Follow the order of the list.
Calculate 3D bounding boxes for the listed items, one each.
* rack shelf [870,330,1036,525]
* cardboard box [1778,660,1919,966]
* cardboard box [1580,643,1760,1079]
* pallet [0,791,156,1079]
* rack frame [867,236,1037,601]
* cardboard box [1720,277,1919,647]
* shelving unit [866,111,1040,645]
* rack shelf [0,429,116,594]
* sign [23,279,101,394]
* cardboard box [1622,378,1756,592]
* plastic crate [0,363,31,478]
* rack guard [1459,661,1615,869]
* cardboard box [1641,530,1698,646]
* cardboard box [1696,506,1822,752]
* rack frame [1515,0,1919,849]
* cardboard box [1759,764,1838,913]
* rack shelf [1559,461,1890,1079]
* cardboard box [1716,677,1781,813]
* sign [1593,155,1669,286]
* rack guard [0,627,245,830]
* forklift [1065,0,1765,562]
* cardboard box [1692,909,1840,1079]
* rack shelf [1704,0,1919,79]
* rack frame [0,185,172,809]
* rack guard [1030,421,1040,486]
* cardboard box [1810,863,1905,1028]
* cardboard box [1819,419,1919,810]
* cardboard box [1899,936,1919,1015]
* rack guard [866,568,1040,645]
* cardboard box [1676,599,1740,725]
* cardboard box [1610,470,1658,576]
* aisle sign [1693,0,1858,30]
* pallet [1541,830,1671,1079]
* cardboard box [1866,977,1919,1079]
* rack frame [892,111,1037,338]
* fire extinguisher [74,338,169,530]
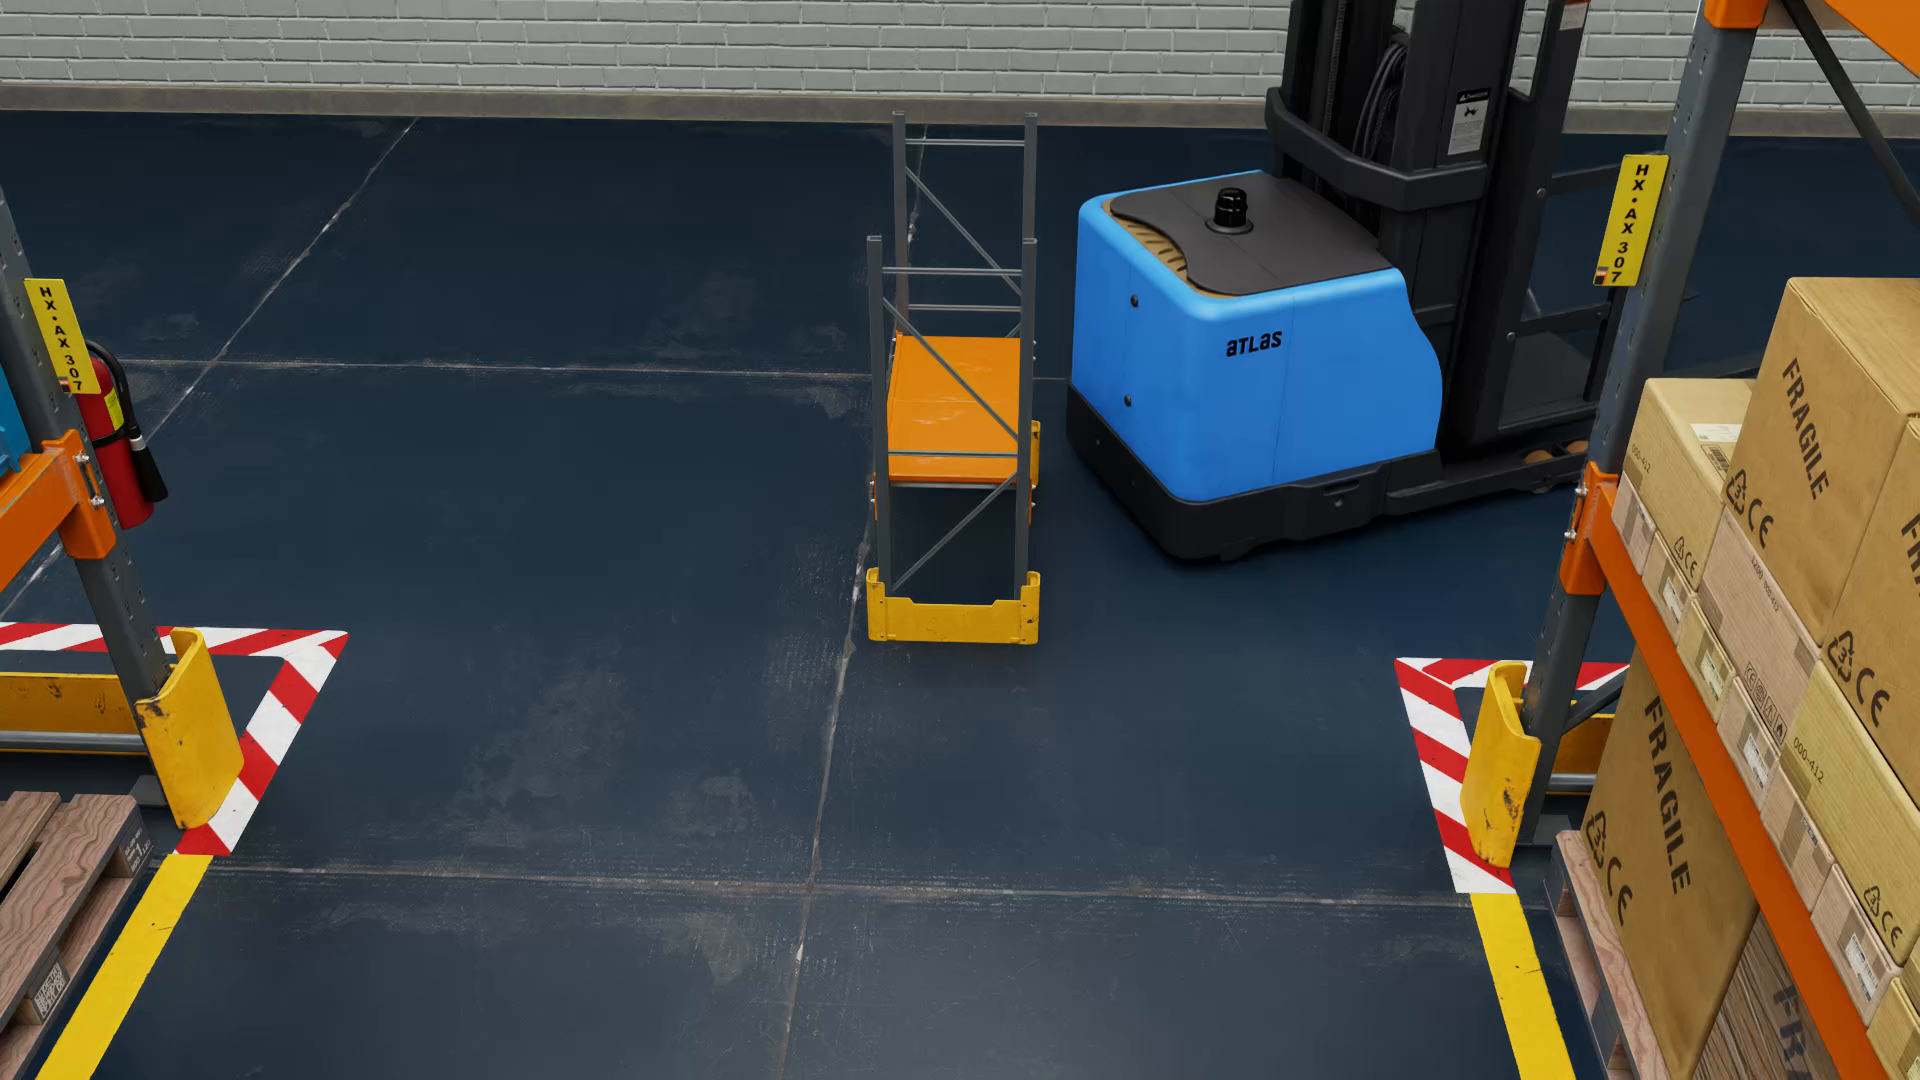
[{"bbox_3d":[-0.003,-0.417,5.852,0.538,0.185,1.000,1,35,2],"label":"rack shelf"},{"bbox_3d":[1.788,0.459,2.861,0.500,0.250,0.500,0,35,0],"label":"cardboard box"},{"bbox_3d":[2.169,0.729,4.087,0.875,0.875,0.875,1,35,2],"label":"cardboard box"},{"bbox_3d":[-2.906,1.161,4.414,1.003,0.211,1.213,1,35,2],"label":"pallet"},{"bbox_3d":[-0.024,-0.273,5.333,0.500,1.500,0.032,1,35,2],"label":"rack frame"},{"bbox_3d":[1.806,-0.148,3.072,0.500,0.500,0.500,1,35,1],"label":"cardboard box"},{"bbox_3d":[-0.003,-0.570,5.756,0.587,1.500,1.083,1,35,2],"label":"shelving unit"},{"bbox_3d":[-2.914,0.991,2.857,1.077,0.370,4.000,1,35,2],"label":"rack shelf"},{"bbox_3d":[-2.283,-0.516,4.233,0.100,0.325,0.005,1,35,2],"label":"sign"},{"bbox_3d":[1.826,-0.129,3.696,0.500,0.250,0.500,0,35,1],"label":"cardboard box"},{"bbox_3d":[-2.661,-0.295,3.978,0.616,0.435,0.499,1,35,2],"label":"plastic crate"},{"bbox_3d":[2.116,0.671,4.861,1.175,0.500,0.348,1,35,2],"label":"rack guard"},{"bbox_3d":[1.762,0.109,3.705,0.380,0.149,0.250,1,35,1],"label":"cardboard box"},{"bbox_3d":[1.812,0.170,3.271,0.500,0.250,0.500,1,35,1],"label":"cardboard box"},{"bbox_3d":[2.115,-0.338,4.122,1.000,3.000,0.127,1,35,2],"label":"rack frame"},{"bbox_3d":[1.732,0.552,3.075,0.380,0.149,0.250,1,35,1],"label":"cardboard box"},{"bbox_3d":[2.035,1.105,2.694,1.077,0.370,4.000,1,35,2],"label":"rack shelf"},{"bbox_3d":[1.743,0.406,3.283,0.380,0.149,0.250,1,35,1],"label":"cardboard box"},{"bbox_3d":[1.561,-0.741,3.874,0.100,0.325,0.005,1,35,2],"label":"sign"},{"bbox_3d":[-2.846,0.556,5.024,1.175,0.500,0.348,1,35,2],"label":"rack guard"},{"bbox_3d":[1.998,-1.651,6.050,3.031,2.935,1.130,-13,37,-17],"label":"forklift"},{"bbox_3d":[2.133,1.252,3.343,0.875,0.875,0.875,1,35,2],"label":"cardboard box"},{"bbox_3d":[2.035,-0.122,1.832,1.077,0.370,4.000,1,35,2],"label":"rack shelf"},{"bbox_3d":[-2.834,-0.452,4.285,1.000,3.000,0.127,1,35,2],"label":"rack frame"},{"bbox_3d":[0.017,-0.345,6.523,0.587,0.250,0.087,1,35,2],"label":"rack guard"},{"bbox_3d":[1.722,0.700,2.864,0.380,0.149,0.250,1,35,1],"label":"cardboard box"},{"bbox_3d":[1.791,0.149,2.648,0.500,0.500,0.500,0,35,1],"label":"cardboard box"},{"bbox_3d":[1.772,0.758,2.434,0.500,0.250,0.500,1,35,1],"label":"cardboard box"},{"bbox_3d":[-0.023,0.228,5.709,0.587,0.250,0.087,1,35,2],"label":"rack guard"},{"bbox_3d":[1.752,0.256,3.496,0.380,0.149,0.250,1,35,1],"label":"cardboard box"},{"bbox_3d":[1.771,-0.039,3.915,0.380,0.149,0.250,2,35,2],"label":"cardboard box"},{"bbox_3d":[1.818,-1.450,3.443,0.394,0.787,0.004,1,35,2],"label":"aisle sign"},{"bbox_3d":[2.161,1.264,4.268,1.003,0.211,1.213,1,35,2],"label":"pallet"},{"bbox_3d":[1.711,0.845,2.658,0.380,0.149,0.250,0,35,1],"label":"cardboard box"},{"bbox_3d":[0.017,-0.857,6.165,0.500,1.500,0.032,1,35,2],"label":"rack frame"},{"bbox_3d":[-2.374,-0.344,4.523,0.296,0.674,0.183,1,35,2],"label":"fire extinguisher"}]
